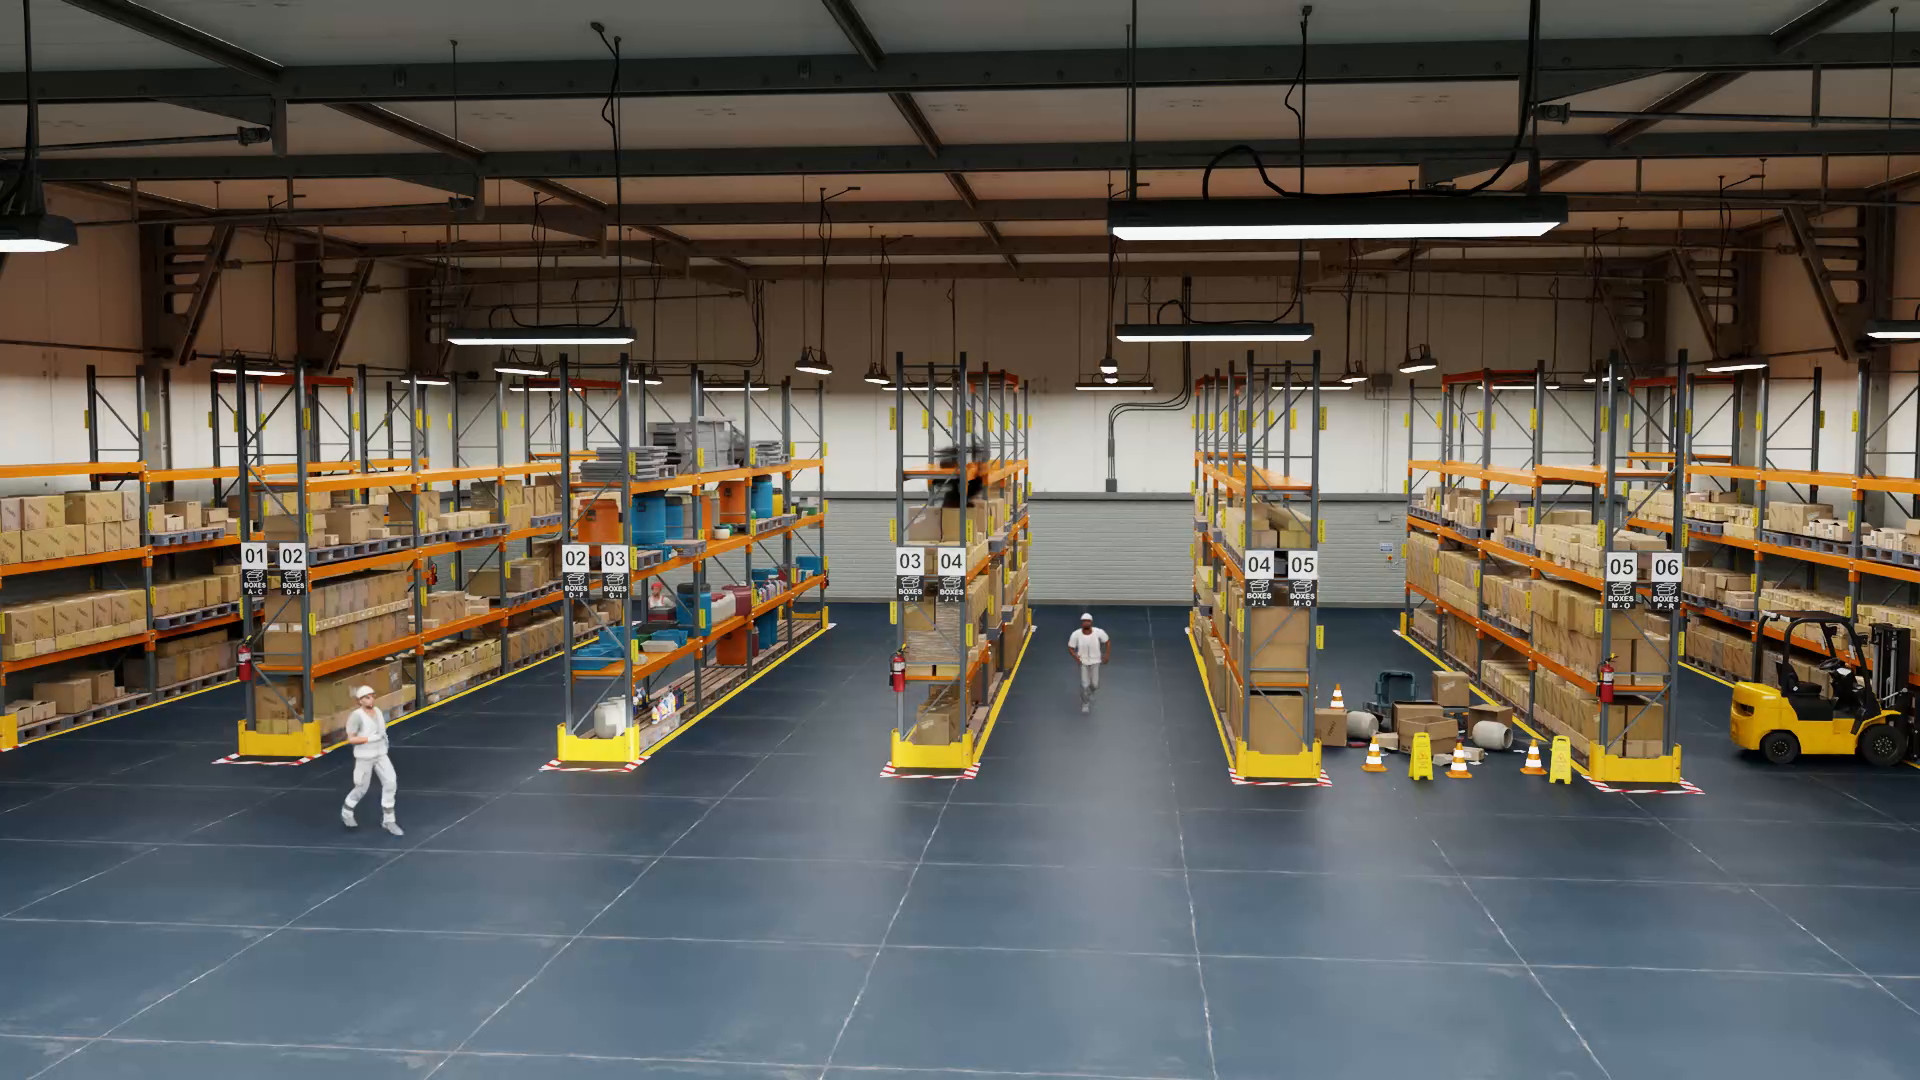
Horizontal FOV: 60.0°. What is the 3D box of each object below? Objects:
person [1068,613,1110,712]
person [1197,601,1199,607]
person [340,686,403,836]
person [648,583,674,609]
[{"bbox_3d":[2.219,2.117,28.584,0.734,1.723,0.644,0,4,3],"label":"person"},{"bbox_3d":[6.008,1.264,40.652,0.802,1.766,0.791,1,4,13],"label":"person"},{"bbox_3d":[-7.175,2.667,20.258,0.901,1.803,0.669,3,5,32],"label":"person"},{"bbox_3d":[-6.146,1.737,33.674,0.651,1.743,0.583,1,4,10],"label":"person"}]
